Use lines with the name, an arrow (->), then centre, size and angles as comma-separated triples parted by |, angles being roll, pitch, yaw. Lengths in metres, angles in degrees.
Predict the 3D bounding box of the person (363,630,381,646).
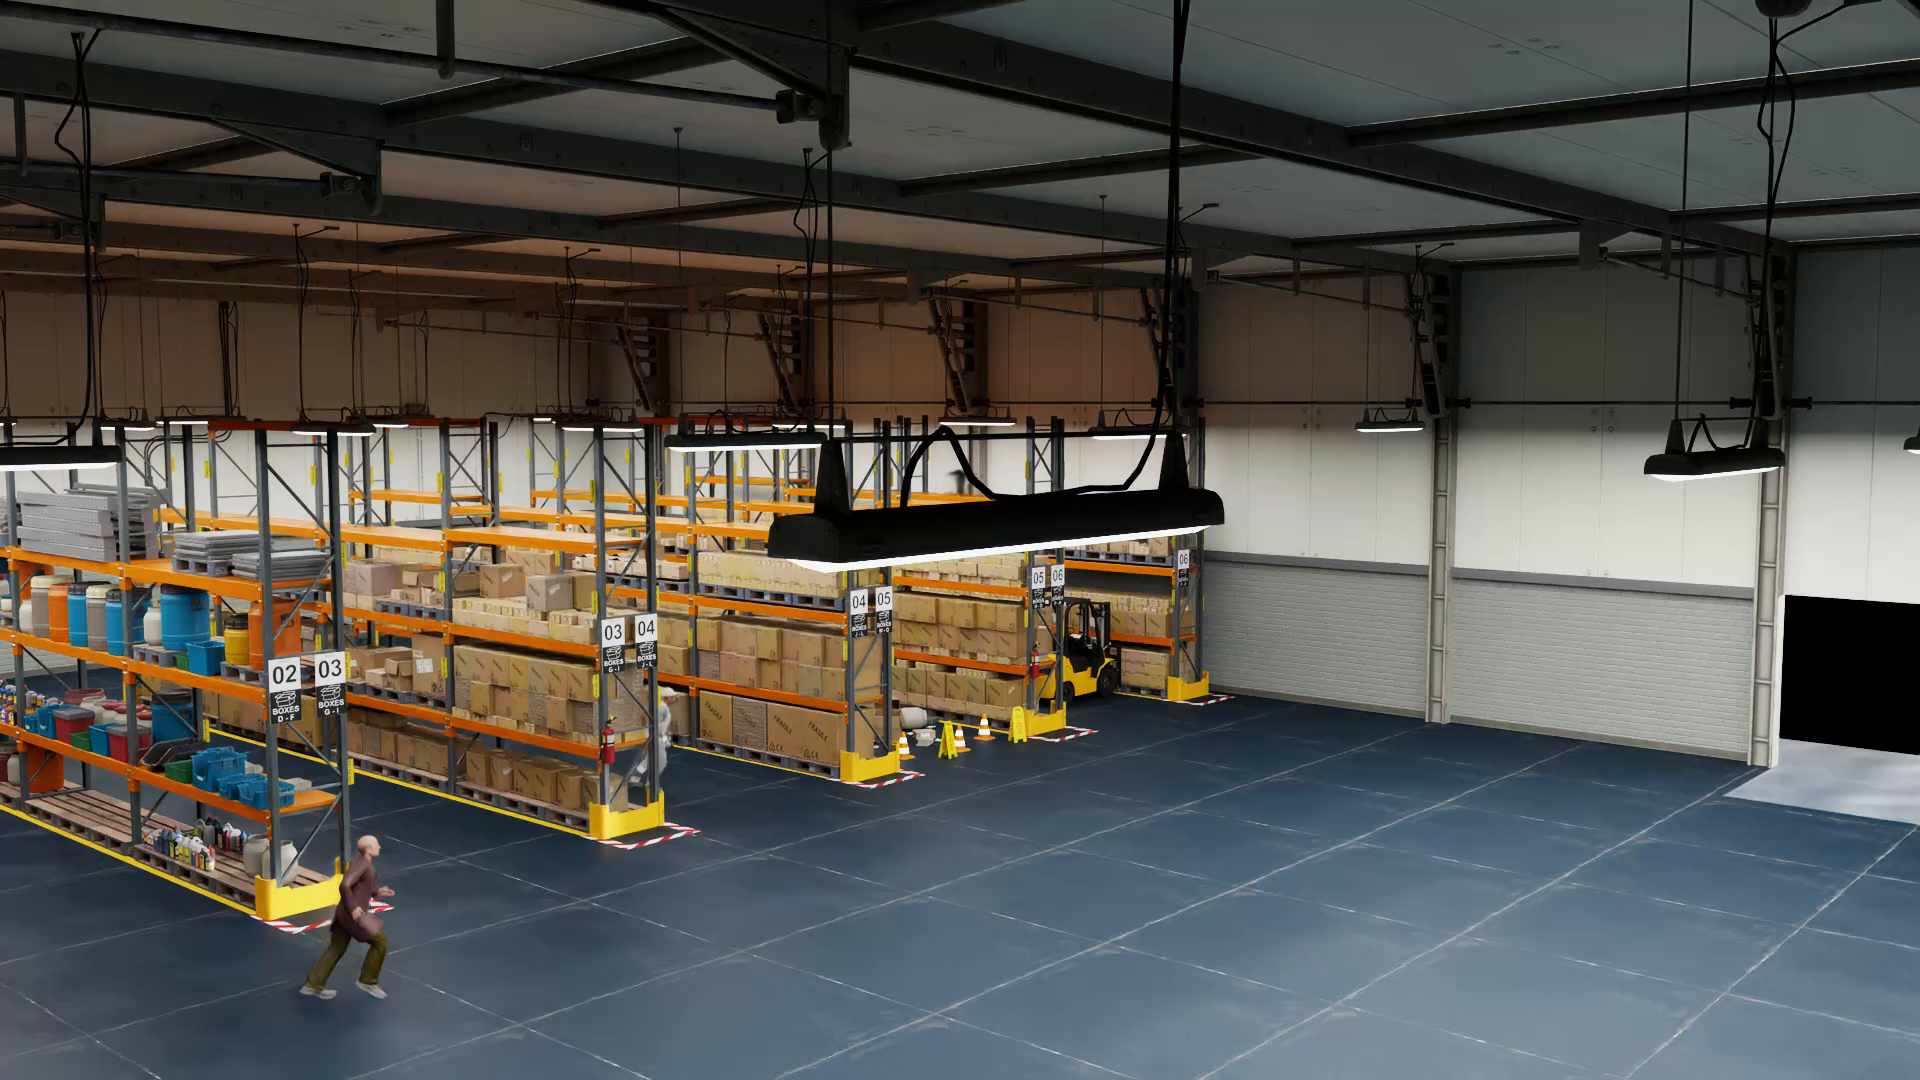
person -> -13.987, 2.159, 39.536 | 0.588, 1.798, 0.947 | 4, 6, 41

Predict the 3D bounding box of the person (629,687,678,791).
person -> -4.980, 3.241, 26.995 | 0.778, 1.723, 0.649 | -2, 5, -18

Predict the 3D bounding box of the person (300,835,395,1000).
person -> -6.459, 4.021, 17.529 | 0.982, 1.784, 0.726 | -3, 5, -29
